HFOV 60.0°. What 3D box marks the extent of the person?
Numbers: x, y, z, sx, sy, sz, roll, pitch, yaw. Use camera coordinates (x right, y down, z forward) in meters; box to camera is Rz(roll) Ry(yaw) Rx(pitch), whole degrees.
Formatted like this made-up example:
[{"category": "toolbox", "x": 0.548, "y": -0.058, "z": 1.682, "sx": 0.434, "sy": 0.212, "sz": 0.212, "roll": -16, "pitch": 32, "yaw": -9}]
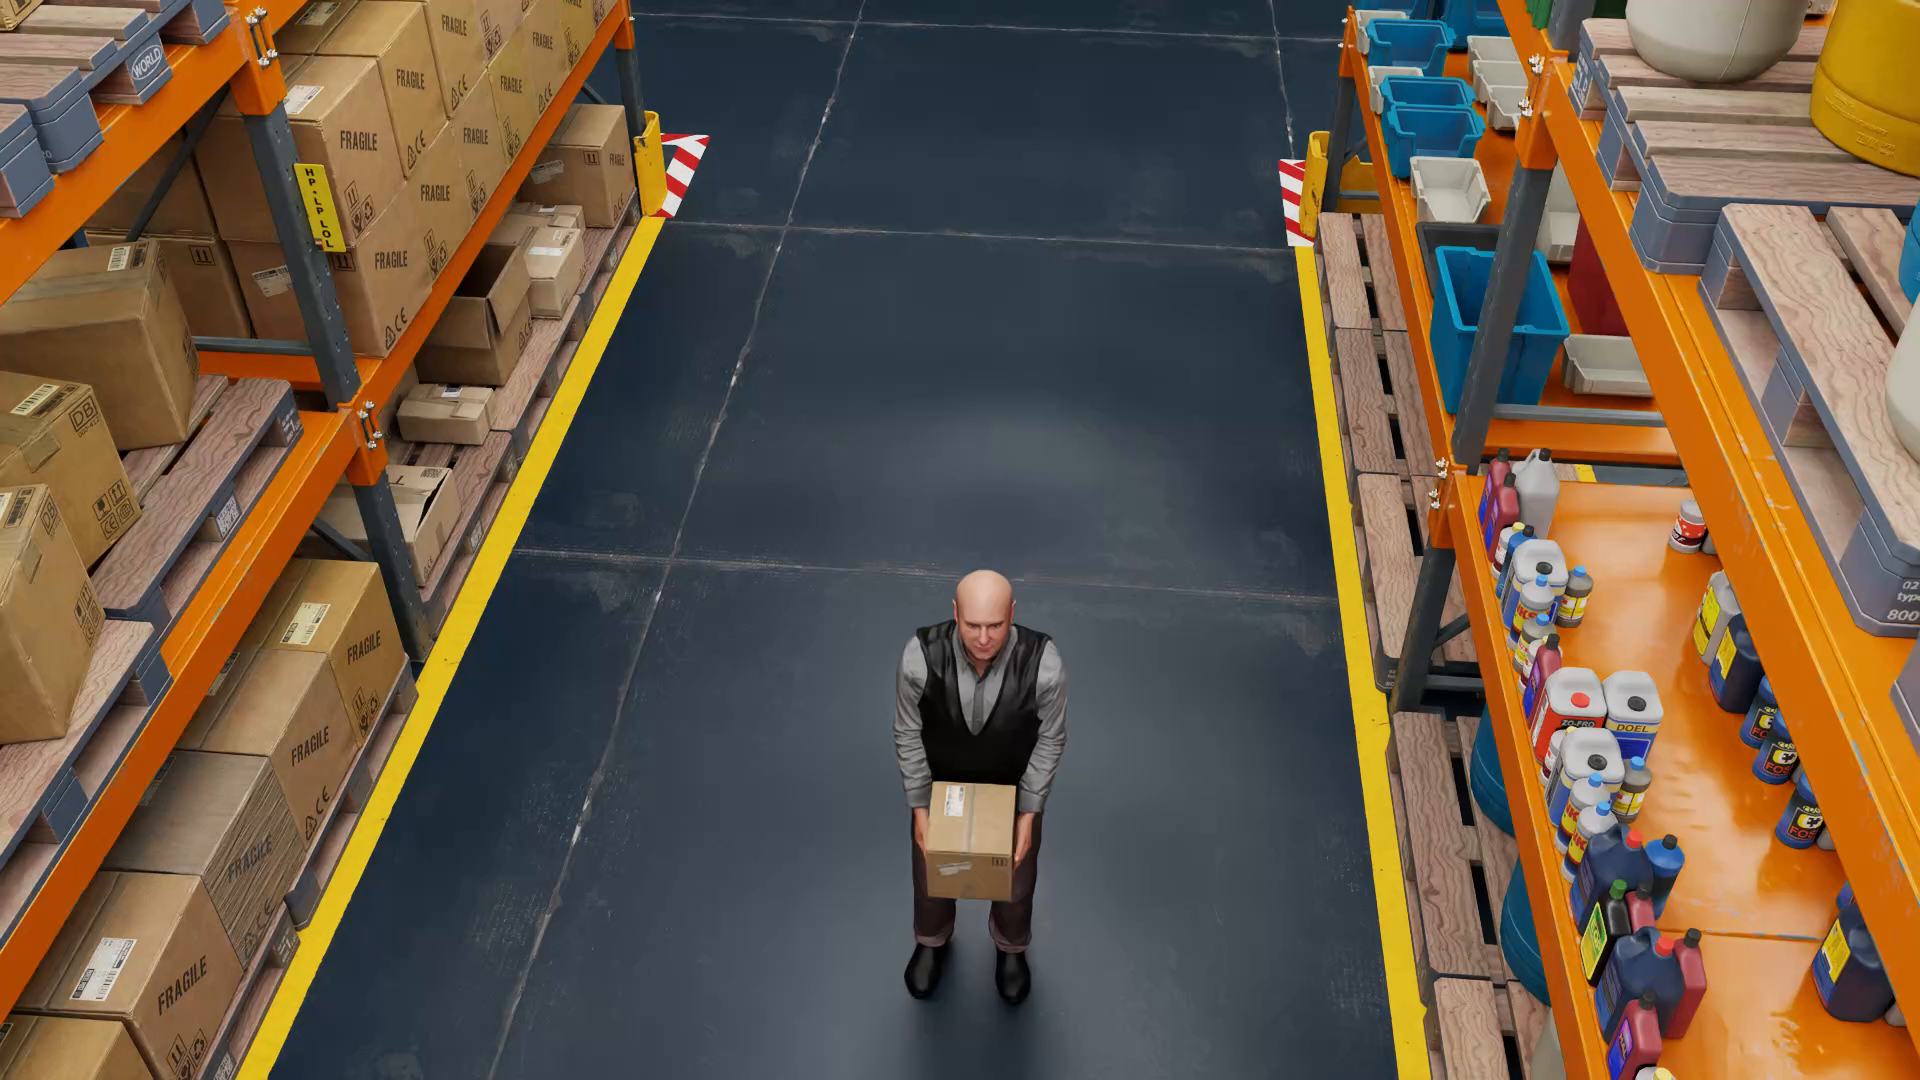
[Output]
[{"category": "person", "x": 0.057, "y": 0.823, "z": 5.182, "sx": 0.532, "sy": 1.727, "sz": 0.522, "roll": 3, "pitch": 40, "yaw": 3}]
